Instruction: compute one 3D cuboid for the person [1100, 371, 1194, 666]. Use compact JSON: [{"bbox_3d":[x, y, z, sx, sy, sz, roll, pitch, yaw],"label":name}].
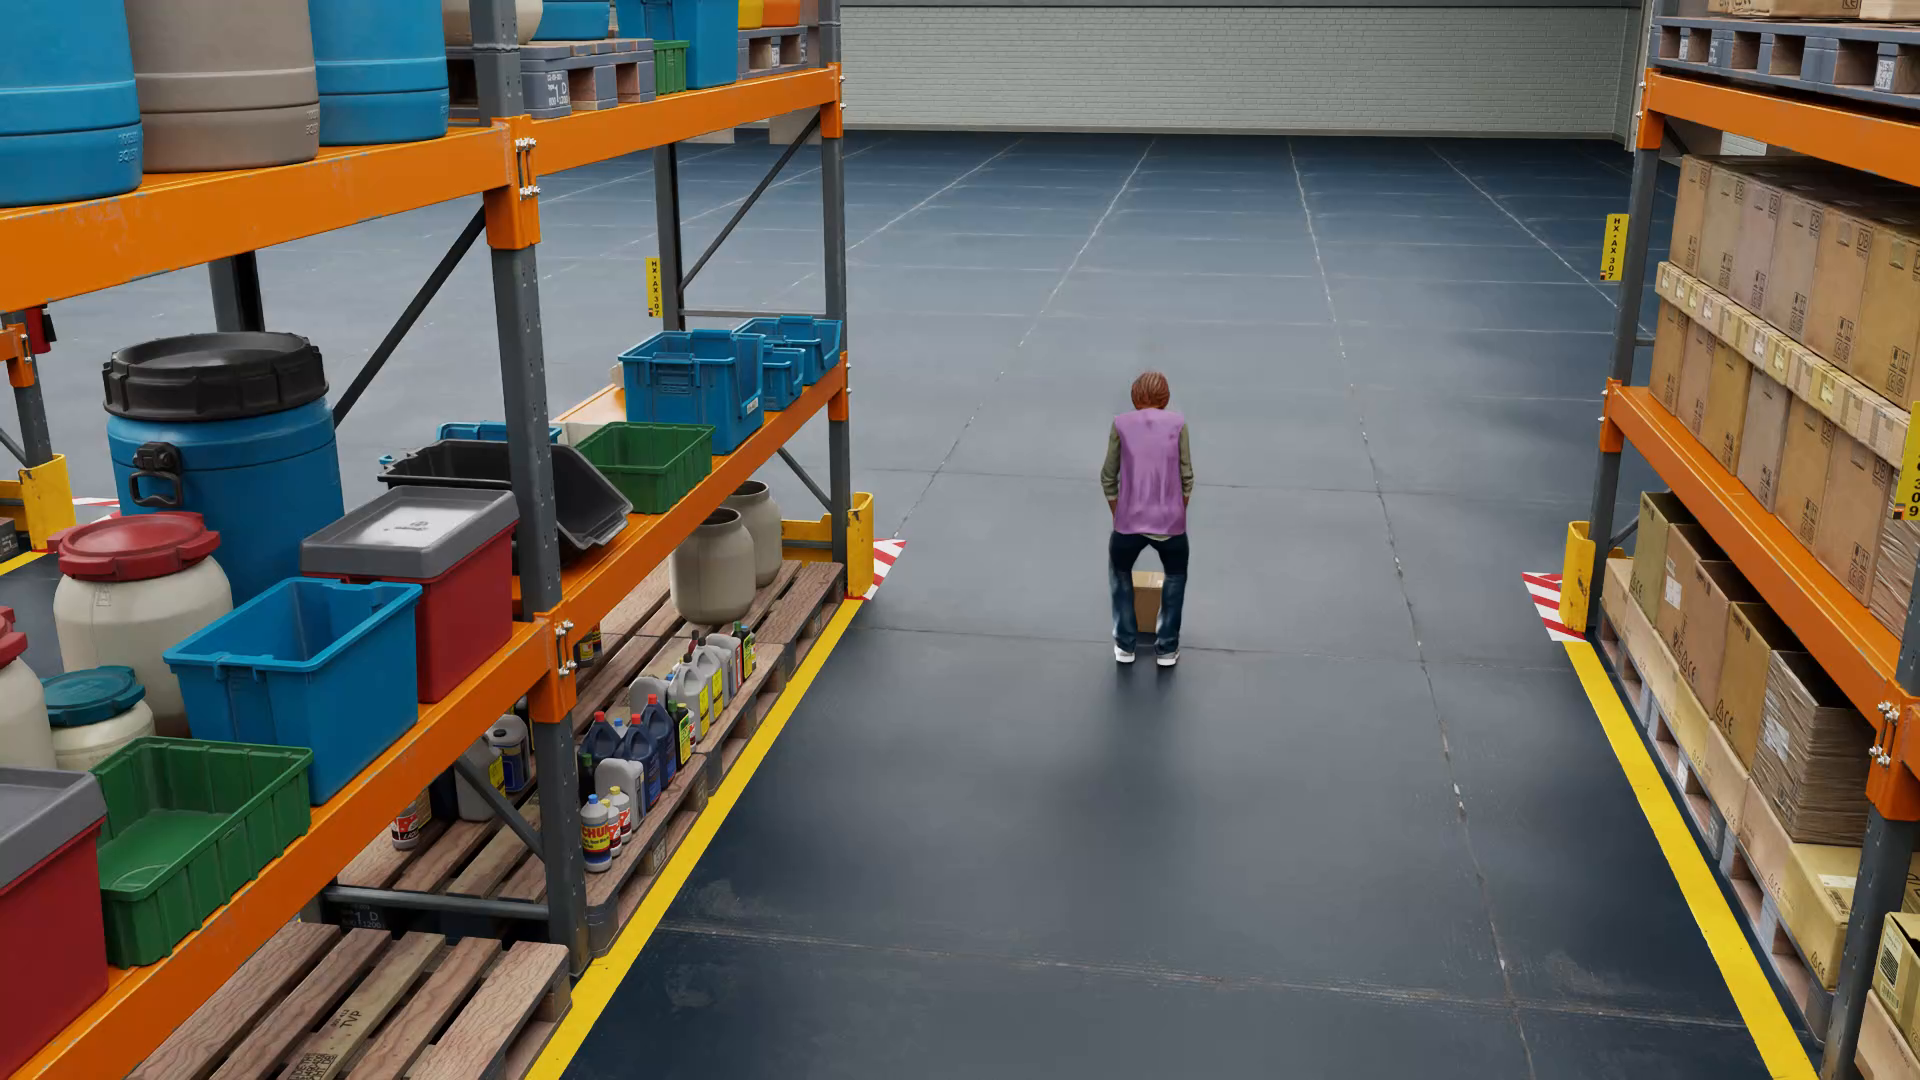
[{"bbox_3d":[0.905,-0.090,8.142,0.456,1.423,0.560,3,18,9],"label":"person"}]
